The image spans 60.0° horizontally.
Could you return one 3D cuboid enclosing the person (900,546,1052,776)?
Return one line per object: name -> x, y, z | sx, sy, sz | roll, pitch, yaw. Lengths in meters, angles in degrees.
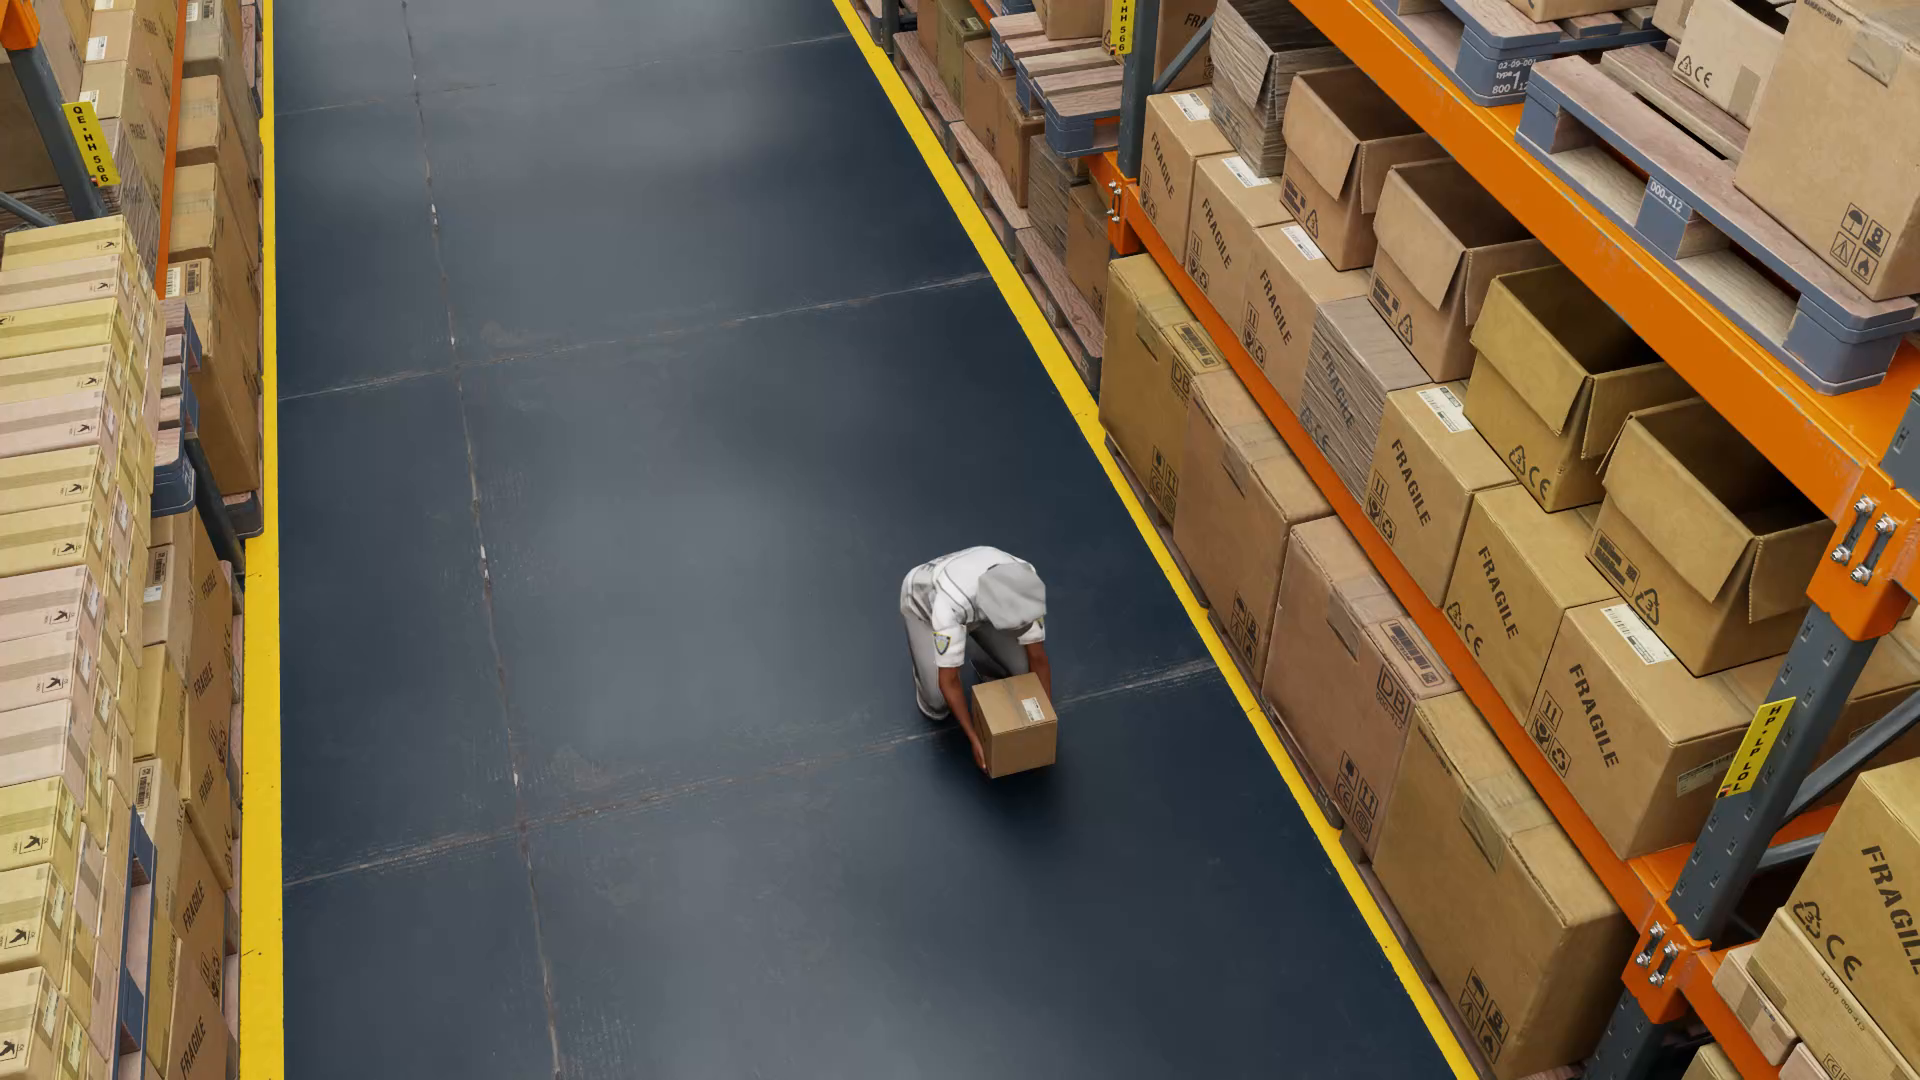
person -> 0.063, 0.360, 6.303 | 0.473, 0.957, 0.875 | -13, 44, -13
